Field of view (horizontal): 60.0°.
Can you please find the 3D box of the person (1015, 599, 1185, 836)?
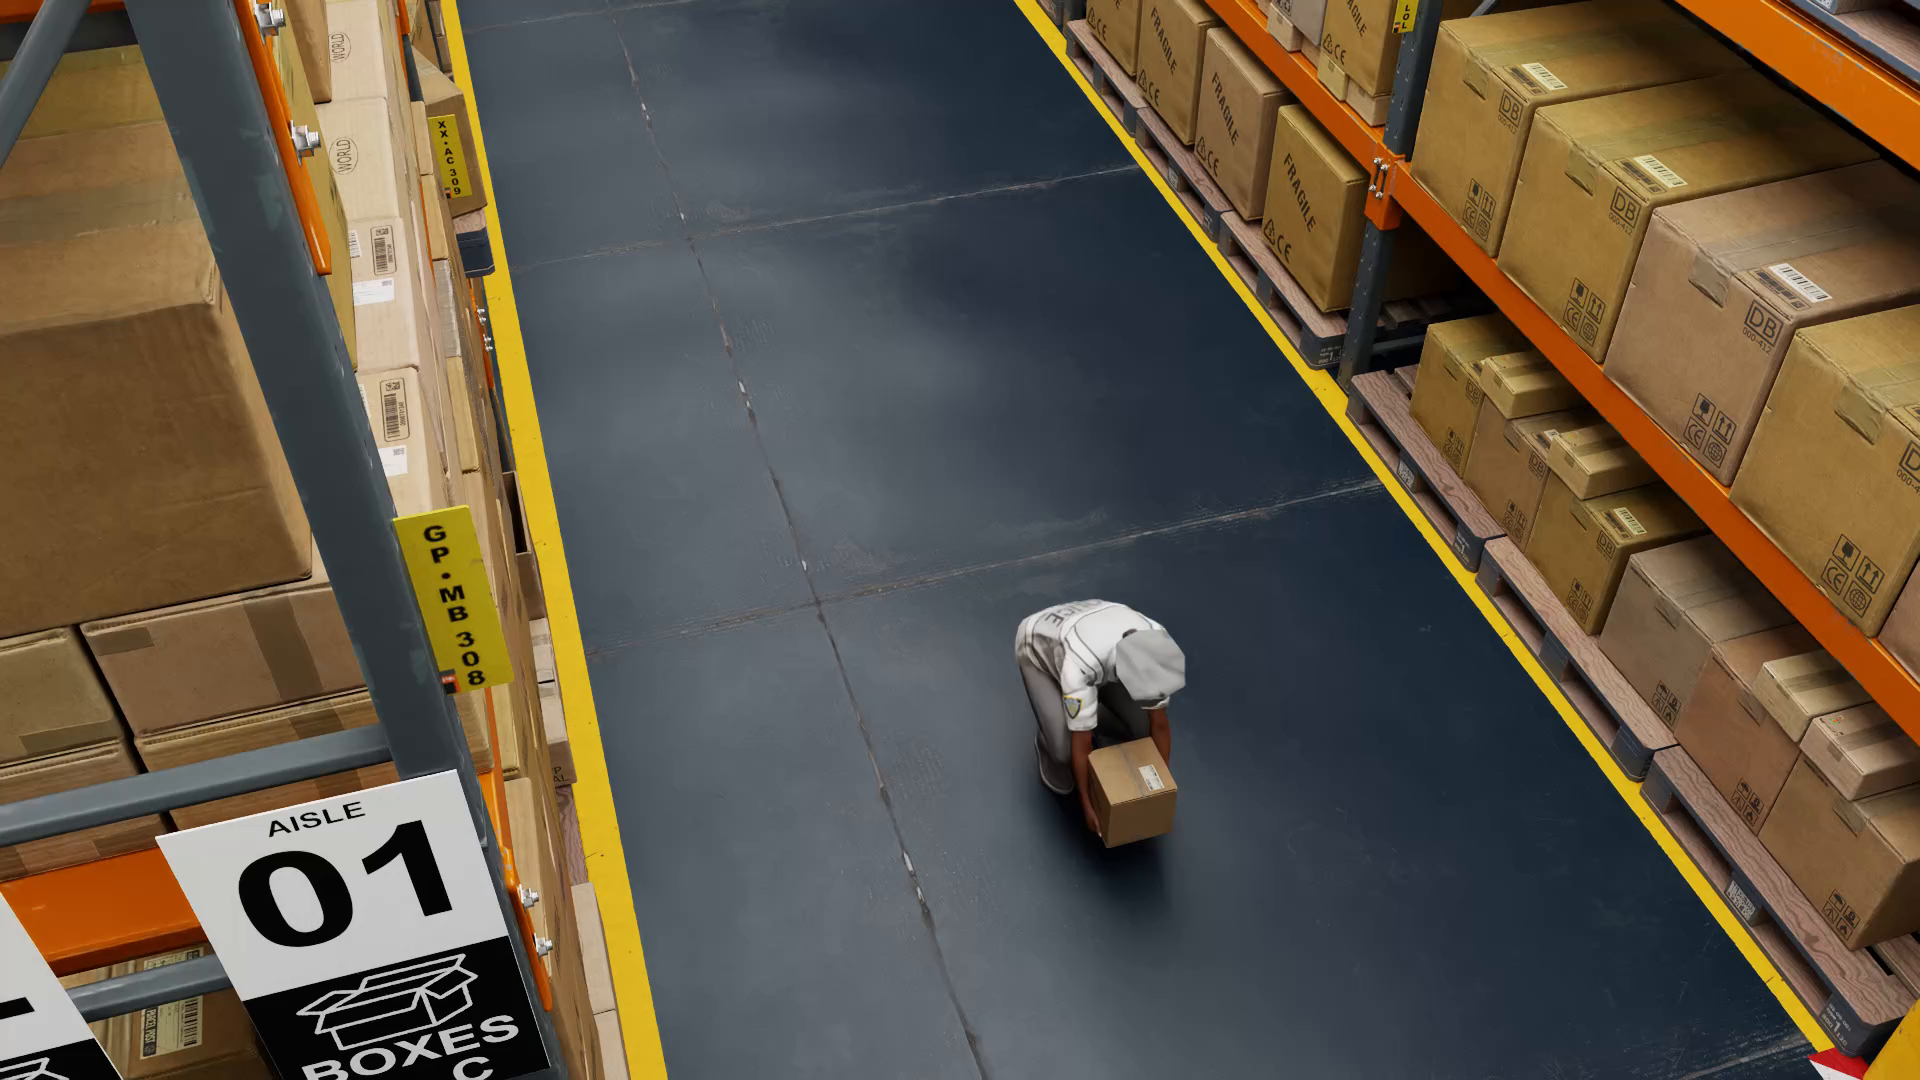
[{"bbox_3d":[0.510,0.562,6.068,0.453,0.975,0.868,-13,44,-14],"label":"person"}]
